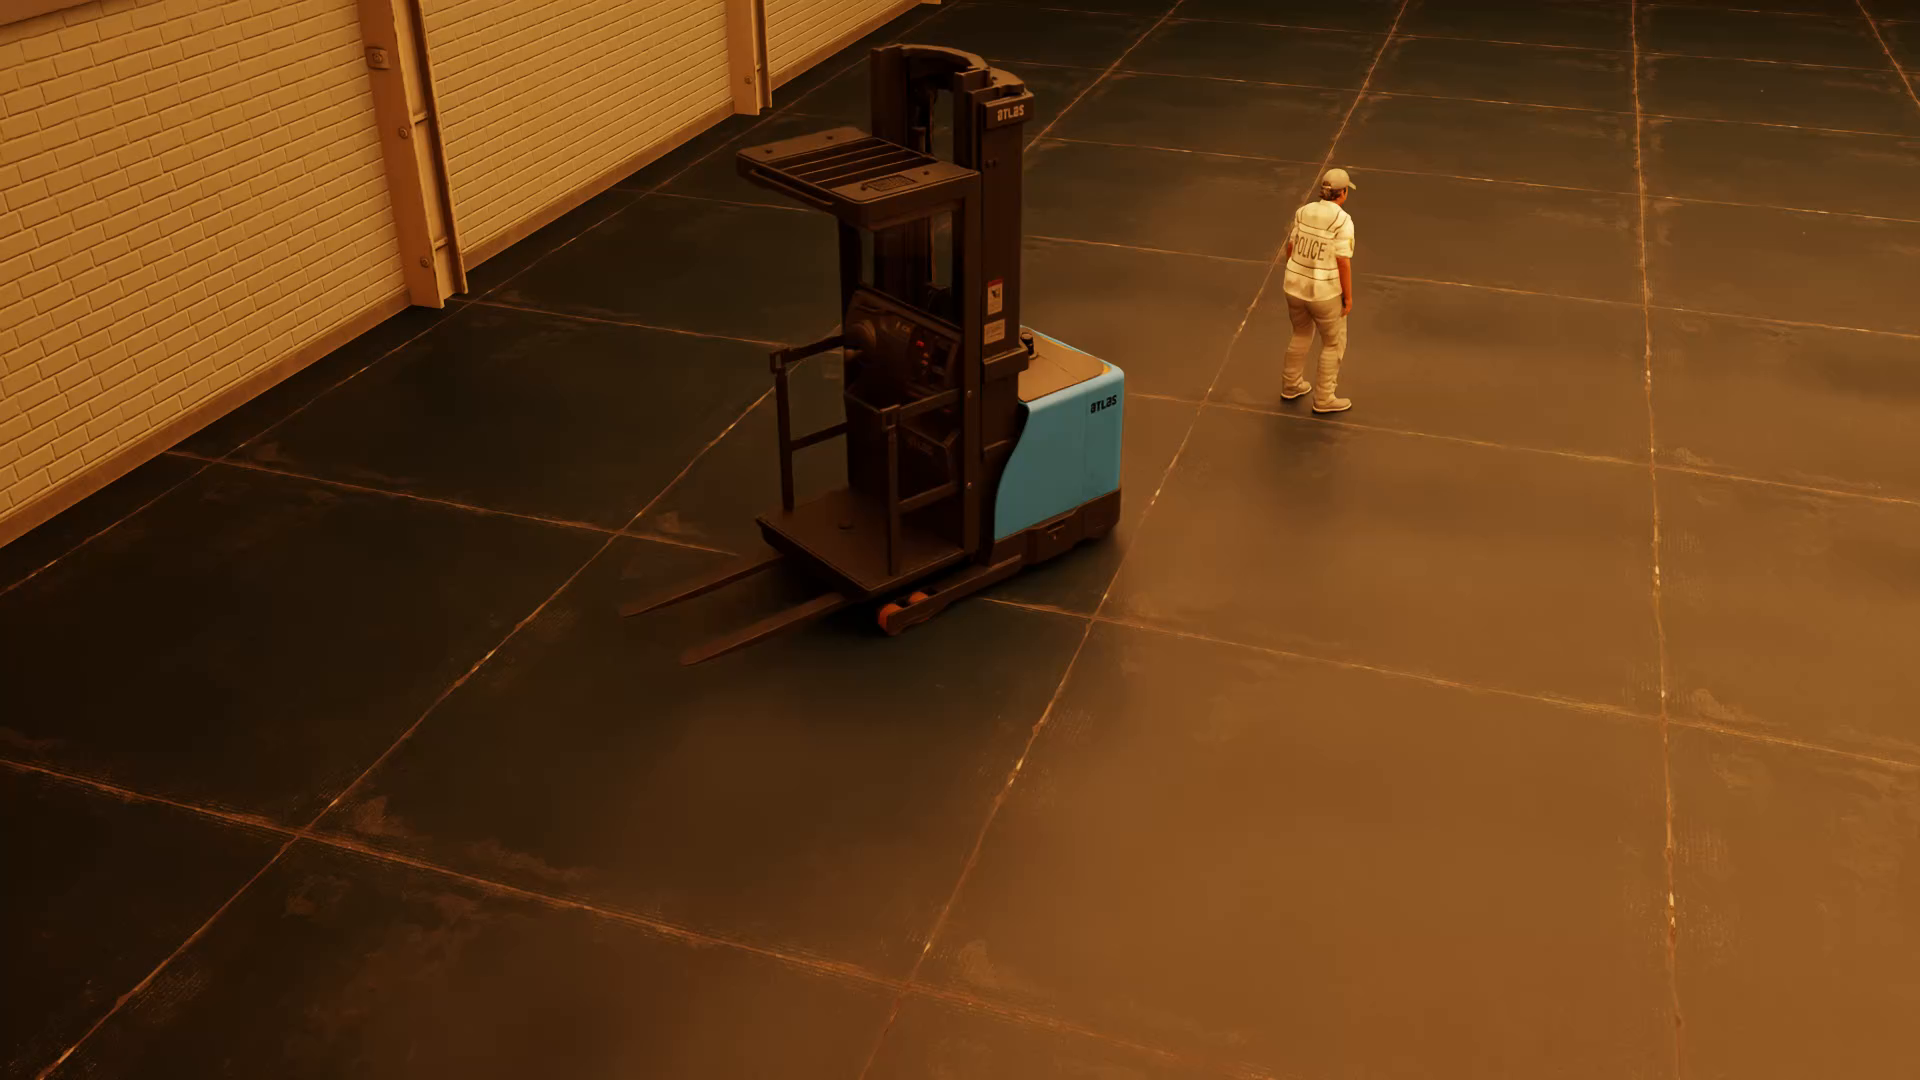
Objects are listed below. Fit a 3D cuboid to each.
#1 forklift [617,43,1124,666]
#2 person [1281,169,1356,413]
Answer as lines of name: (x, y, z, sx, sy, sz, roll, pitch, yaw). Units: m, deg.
forklift: (-0.478, -1.045, 8.970, 3.031, 2.935, 1.130, -23, 37, -34)
person: (2.487, -1.713, 11.424, 0.470, 1.664, 0.550, -23, 37, -34)
